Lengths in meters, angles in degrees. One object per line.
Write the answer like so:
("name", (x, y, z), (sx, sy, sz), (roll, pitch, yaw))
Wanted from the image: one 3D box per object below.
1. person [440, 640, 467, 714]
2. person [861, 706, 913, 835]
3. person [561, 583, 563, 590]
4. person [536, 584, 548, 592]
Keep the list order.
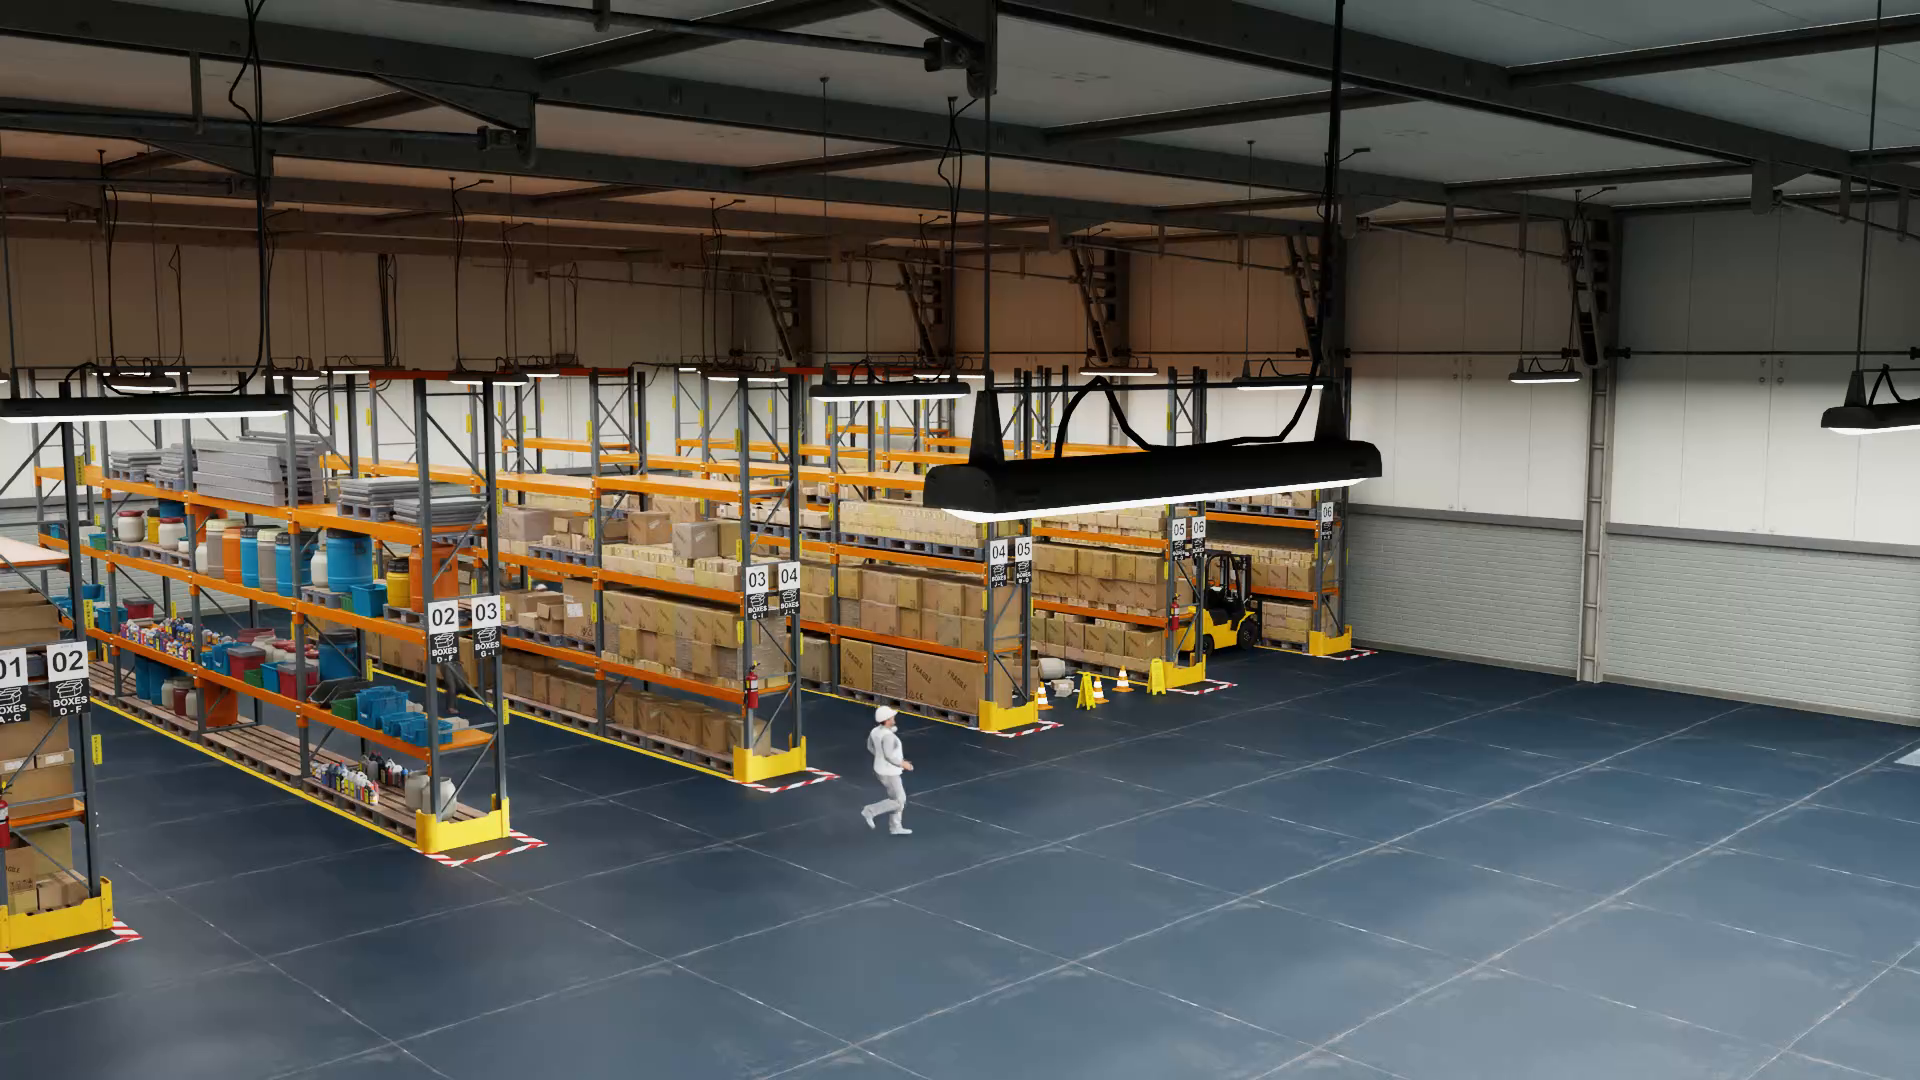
("person", (-8.904, 2.248, 29.162), (0.572, 1.596, 0.571), (5, 8, 40))
("person", (-0.981, 3.028, 21.736), (0.732, 1.745, 0.661), (-3, 7, -21))
("person", (-9.868, 0.775, 41.892), (0.603, 1.686, 0.707), (-6, 9, -44))
("person", (-8.294, 1.740, 33.046), (0.789, 1.746, 0.673), (6, 9, 41))
